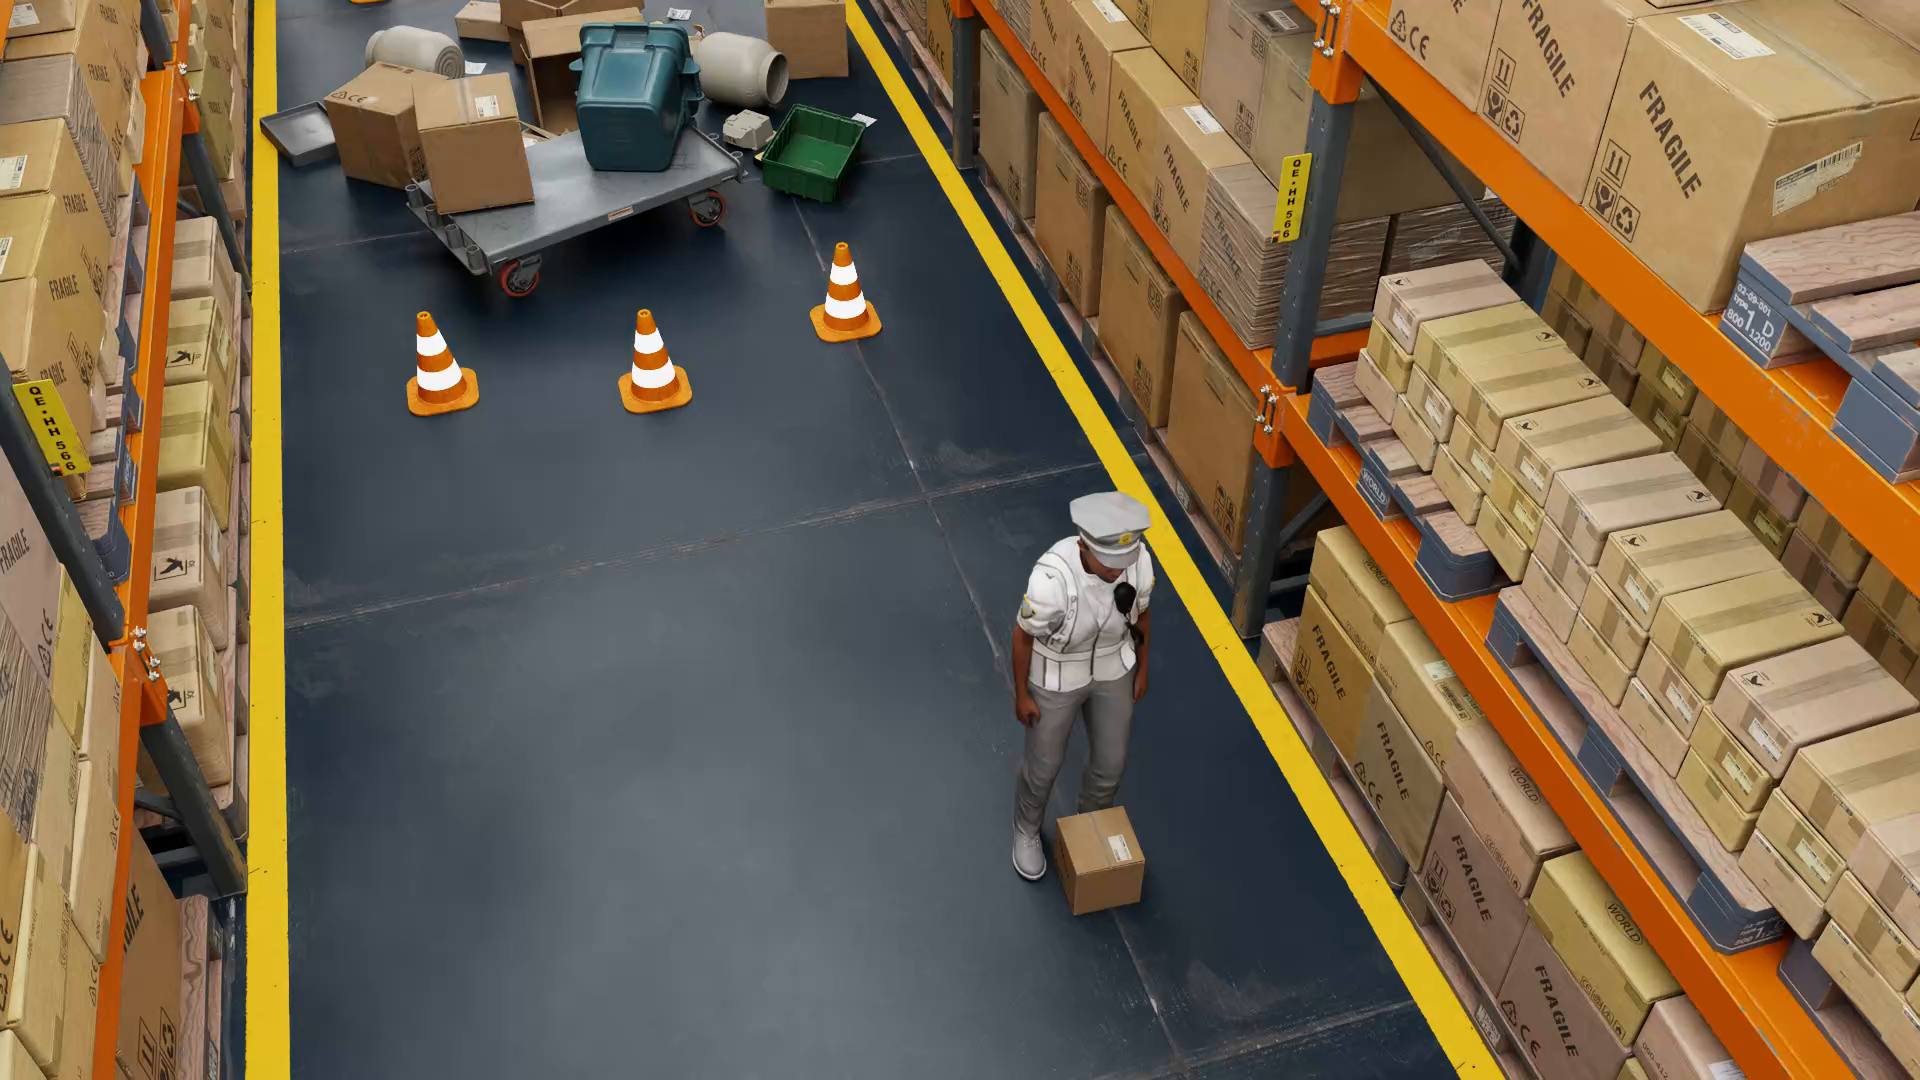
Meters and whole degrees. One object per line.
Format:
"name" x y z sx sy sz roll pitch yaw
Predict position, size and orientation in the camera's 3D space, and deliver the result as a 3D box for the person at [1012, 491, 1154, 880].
"person" 0.414 0.485 5.633 0.503 1.656 0.421 -12 44 -13
